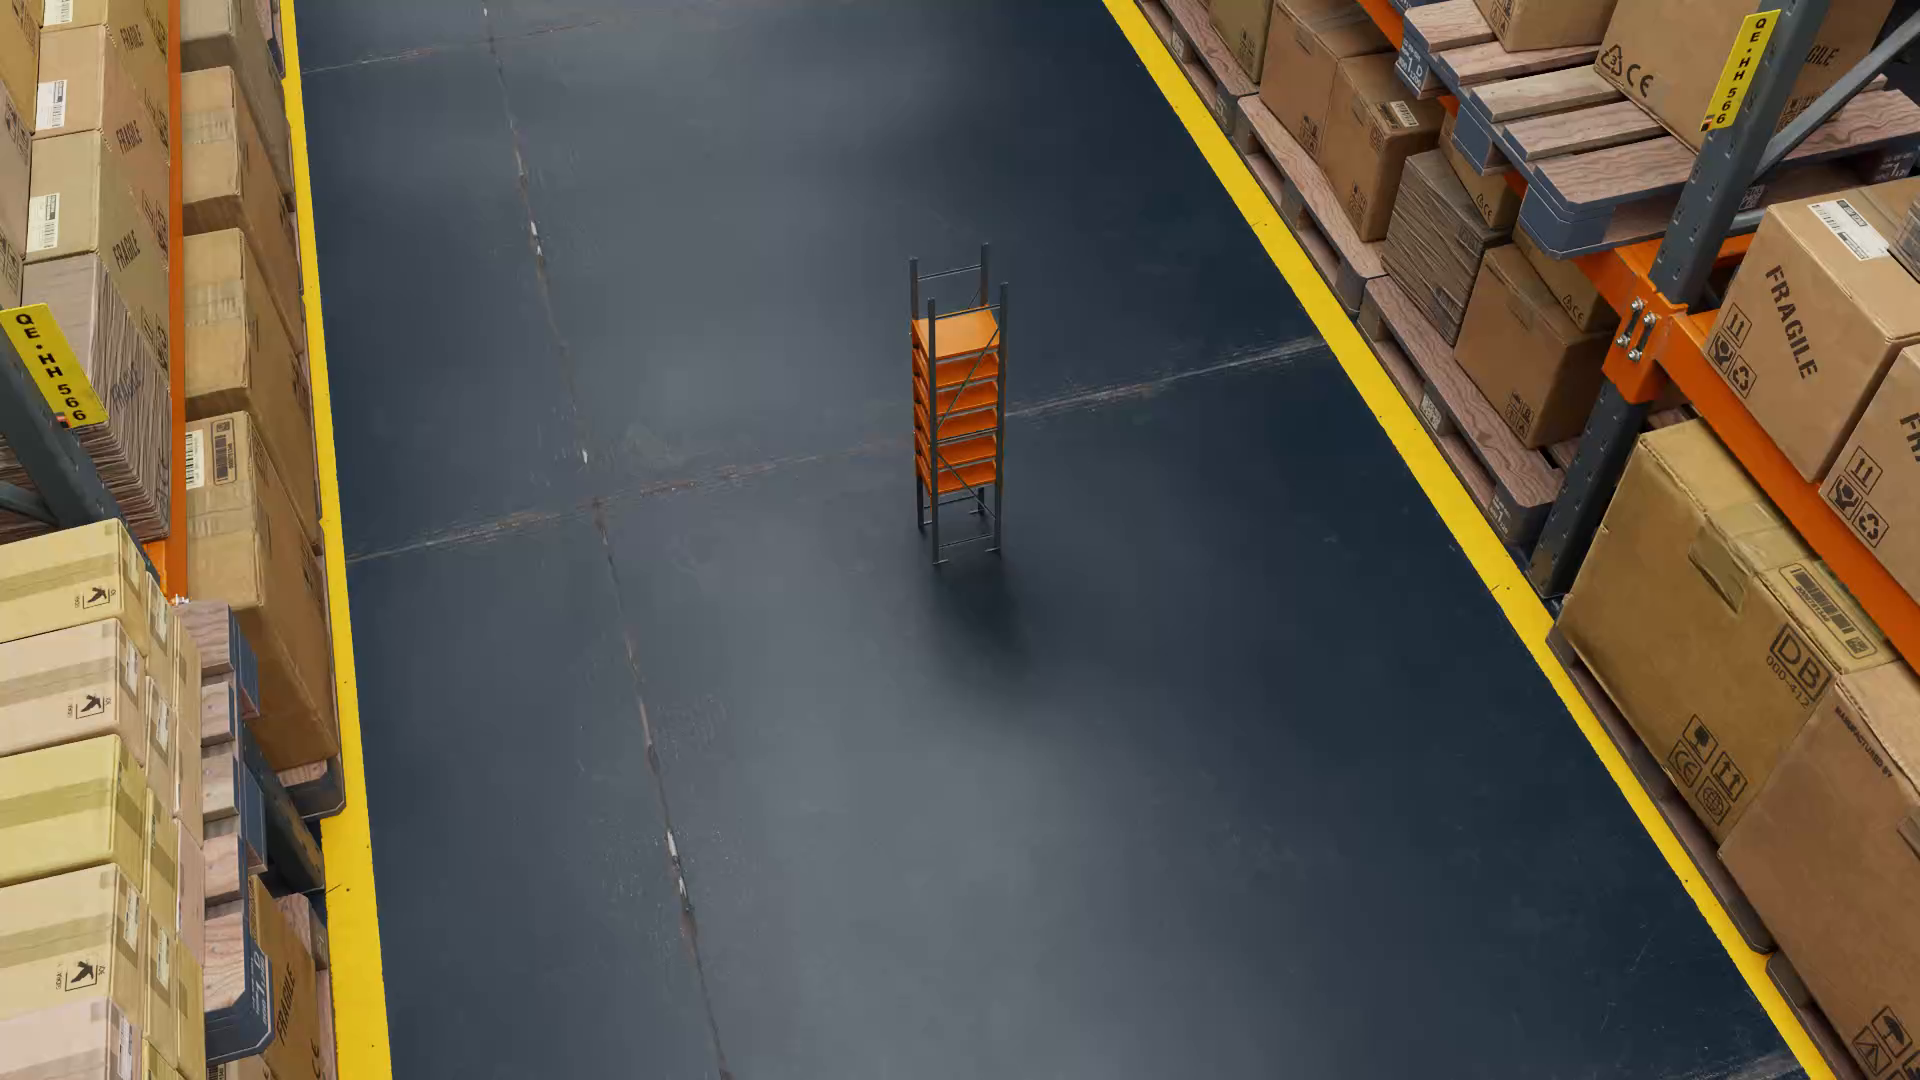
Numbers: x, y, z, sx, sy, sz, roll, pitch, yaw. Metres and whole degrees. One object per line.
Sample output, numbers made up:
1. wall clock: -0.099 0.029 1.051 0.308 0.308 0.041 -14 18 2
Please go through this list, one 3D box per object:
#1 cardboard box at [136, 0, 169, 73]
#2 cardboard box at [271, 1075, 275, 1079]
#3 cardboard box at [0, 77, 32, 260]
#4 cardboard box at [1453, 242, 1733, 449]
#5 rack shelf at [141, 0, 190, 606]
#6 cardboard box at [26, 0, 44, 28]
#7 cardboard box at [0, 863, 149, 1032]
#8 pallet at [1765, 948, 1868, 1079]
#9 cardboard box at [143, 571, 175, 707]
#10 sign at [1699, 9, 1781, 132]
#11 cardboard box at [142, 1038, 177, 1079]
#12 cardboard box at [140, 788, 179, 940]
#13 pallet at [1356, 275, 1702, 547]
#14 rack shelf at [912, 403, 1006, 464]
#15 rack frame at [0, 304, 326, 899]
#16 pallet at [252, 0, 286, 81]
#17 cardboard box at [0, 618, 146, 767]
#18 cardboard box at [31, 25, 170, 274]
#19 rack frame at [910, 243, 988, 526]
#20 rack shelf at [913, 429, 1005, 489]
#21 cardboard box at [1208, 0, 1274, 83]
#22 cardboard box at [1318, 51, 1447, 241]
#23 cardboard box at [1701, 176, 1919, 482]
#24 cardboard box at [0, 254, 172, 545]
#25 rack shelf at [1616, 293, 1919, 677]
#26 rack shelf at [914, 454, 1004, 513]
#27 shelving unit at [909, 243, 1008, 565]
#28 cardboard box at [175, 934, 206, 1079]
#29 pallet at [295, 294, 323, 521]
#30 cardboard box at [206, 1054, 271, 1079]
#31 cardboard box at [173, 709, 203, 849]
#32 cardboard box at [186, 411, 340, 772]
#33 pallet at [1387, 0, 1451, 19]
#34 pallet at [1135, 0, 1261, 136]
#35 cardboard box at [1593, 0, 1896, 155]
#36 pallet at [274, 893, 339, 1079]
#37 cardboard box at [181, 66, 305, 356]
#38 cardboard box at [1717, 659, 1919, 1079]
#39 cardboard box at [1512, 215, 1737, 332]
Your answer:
1. cardboard box: -2.831 -1.766 5.211 0.500 0.500 0.500 -13 51 -11
2. cardboard box: -1.763 1.601 3.799 0.500 0.500 0.500 -11 51 -10
3. cardboard box: -2.631 -0.925 3.848 0.700 0.500 0.500 -14 51 -12
4. cardboard box: 2.194 -0.740 5.759 0.700 0.500 0.500 -16 52 -13
5. rack shelf: -2.948 -1.100 5.186 1.077 0.370 4.000 -13 51 -11
6. cardboard box: -2.936 -1.672 4.478 0.700 0.500 0.500 -14 51 -11
7. cardboard box: -1.542 0.707 2.693 0.380 0.149 0.250 -12 51 -10
8. pallet: 2.929 1.462 4.379 1.003 0.211 1.213 -13 51 -11
9. cardboard box: -1.776 0.237 3.284 0.380 0.149 0.250 -12 51 -10
10. sign: 1.895 -1.137 4.041 0.100 0.325 0.005 -13 51 -11
11. cardboard box: -1.470 0.988 2.650 0.380 0.149 0.250 -14 51 -11
12. cardboard box: -1.615 0.623 2.958 0.380 0.149 0.250 -12 51 -10
13. pallet: 2.181 -0.591 6.110 1.003 0.211 1.213 -13 51 -11
14. rack shelf: -0.004 -0.369 5.334 0.258 0.103 0.180 -13 51 -11
15. rack frame: -2.357 0.129 3.679 1.000 3.000 0.127 -13 51 -11
16. pallet: -3.690 -2.467 7.691 1.003 0.211 1.213 -13 51 -11
17. cardboard box: -1.702 0.321 3.018 0.380 0.149 0.250 -14 51 -11
18. cardboard box: -2.534 -1.031 4.592 0.500 0.500 0.500 -13 51 -11
19. rack frame: -0.031 -0.464 5.357 0.240 1.200 0.006 -13 51 -11
20. rack shelf: -0.004 -0.291 5.426 0.258 0.103 0.180 -13 51 -11
21. cardboard box: 1.512 -2.370 7.133 0.700 0.500 0.500 -14 51 -11
22. cardboard box: 1.843 -1.554 6.446 0.700 0.500 0.500 -9 51 -8
23. cardboard box: 2.295 -0.534 4.173 0.500 0.500 0.500 -12 51 -10
24. cardboard box: -2.232 -0.292 3.969 0.500 0.500 0.500 -13 51 -11
25. rack shelf: 3.003 0.774 3.606 1.077 0.370 4.000 -13 51 -11
26. rack shelf: -0.004 -0.214 5.518 0.258 0.103 0.180 -13 51 -11
27. shelving unit: -0.004 -0.397 5.300 0.258 1.200 0.189 -13 51 -11
28. cardboard box: -1.554 0.883 2.933 0.380 0.149 0.250 -14 51 -11
29. pallet: -2.875 -0.454 5.995 1.003 0.211 1.213 -13 51 -11
30. cardboard box: -1.744 1.364 3.508 0.500 0.250 0.500 -13 51 -10
31. cardboard box: -1.700 0.513 3.245 0.380 0.149 0.250 -13 51 -11
32. cardboard box: -2.451 0.254 4.771 1.050 0.750 0.750 -14 51 -11
33. pallet: 1.787 -2.293 5.847 1.003 0.211 1.213 -13 51 -11
34. pallet: 1.460 -2.373 7.612 1.003 0.211 1.213 -13 51 -11
35. cardboard box: 2.213 -1.472 4.689 0.500 0.500 0.500 -19 52 -15
36. pallet: -2.127 1.599 4.264 1.003 0.211 1.213 -13 51 -11
37. cardboard box: -2.989 -1.064 5.882 1.050 0.750 0.750 -13 51 -11
38. cardboard box: 2.852 0.792 4.235 1.225 0.875 0.875 -13 51 -11
39. cardboard box: 2.184 -0.979 5.470 0.500 0.250 0.500 -11 51 -9
